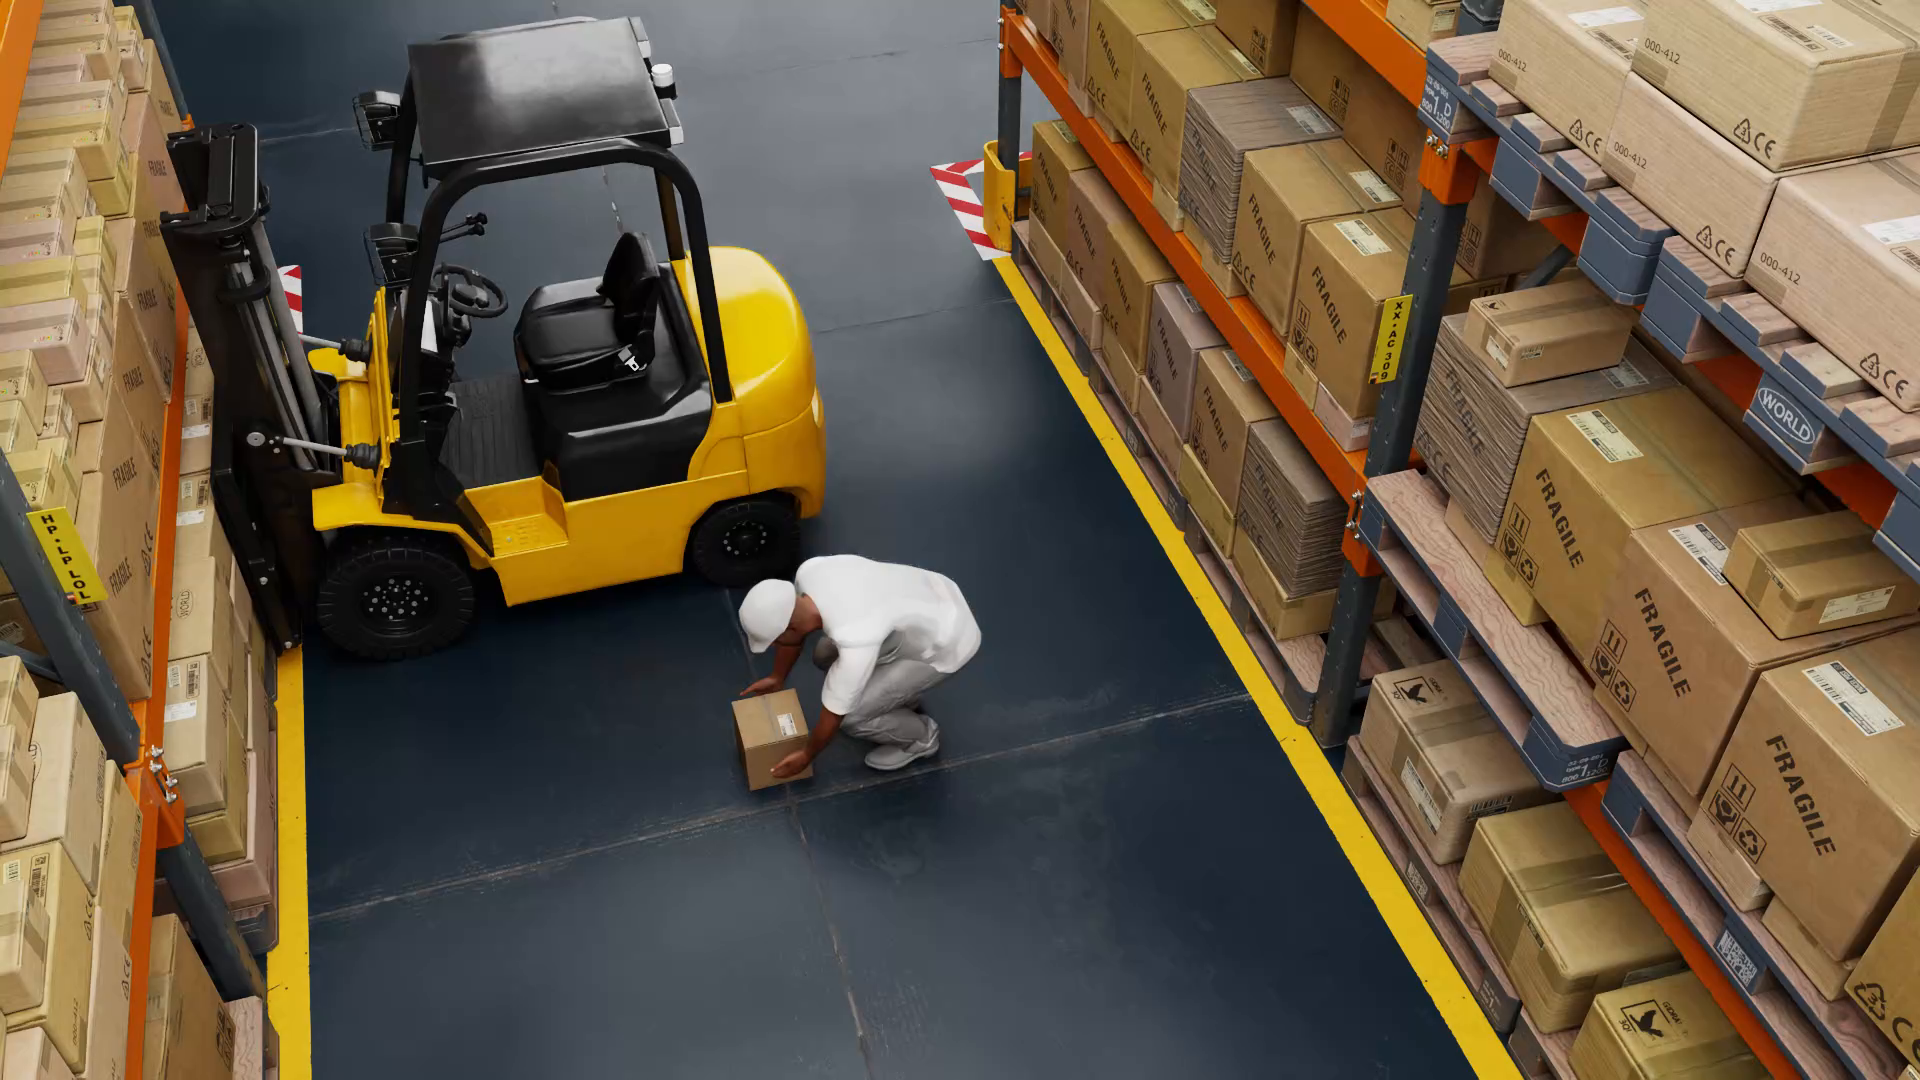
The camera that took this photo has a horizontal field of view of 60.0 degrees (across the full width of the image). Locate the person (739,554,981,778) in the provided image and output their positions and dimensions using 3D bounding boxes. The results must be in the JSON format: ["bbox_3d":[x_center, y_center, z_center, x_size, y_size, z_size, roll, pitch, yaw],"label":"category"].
[{"bbox_3d":[-0.362,0.447,6.226,0.894,0.994,0.584,-12,43,-13],"label":"person"}]
